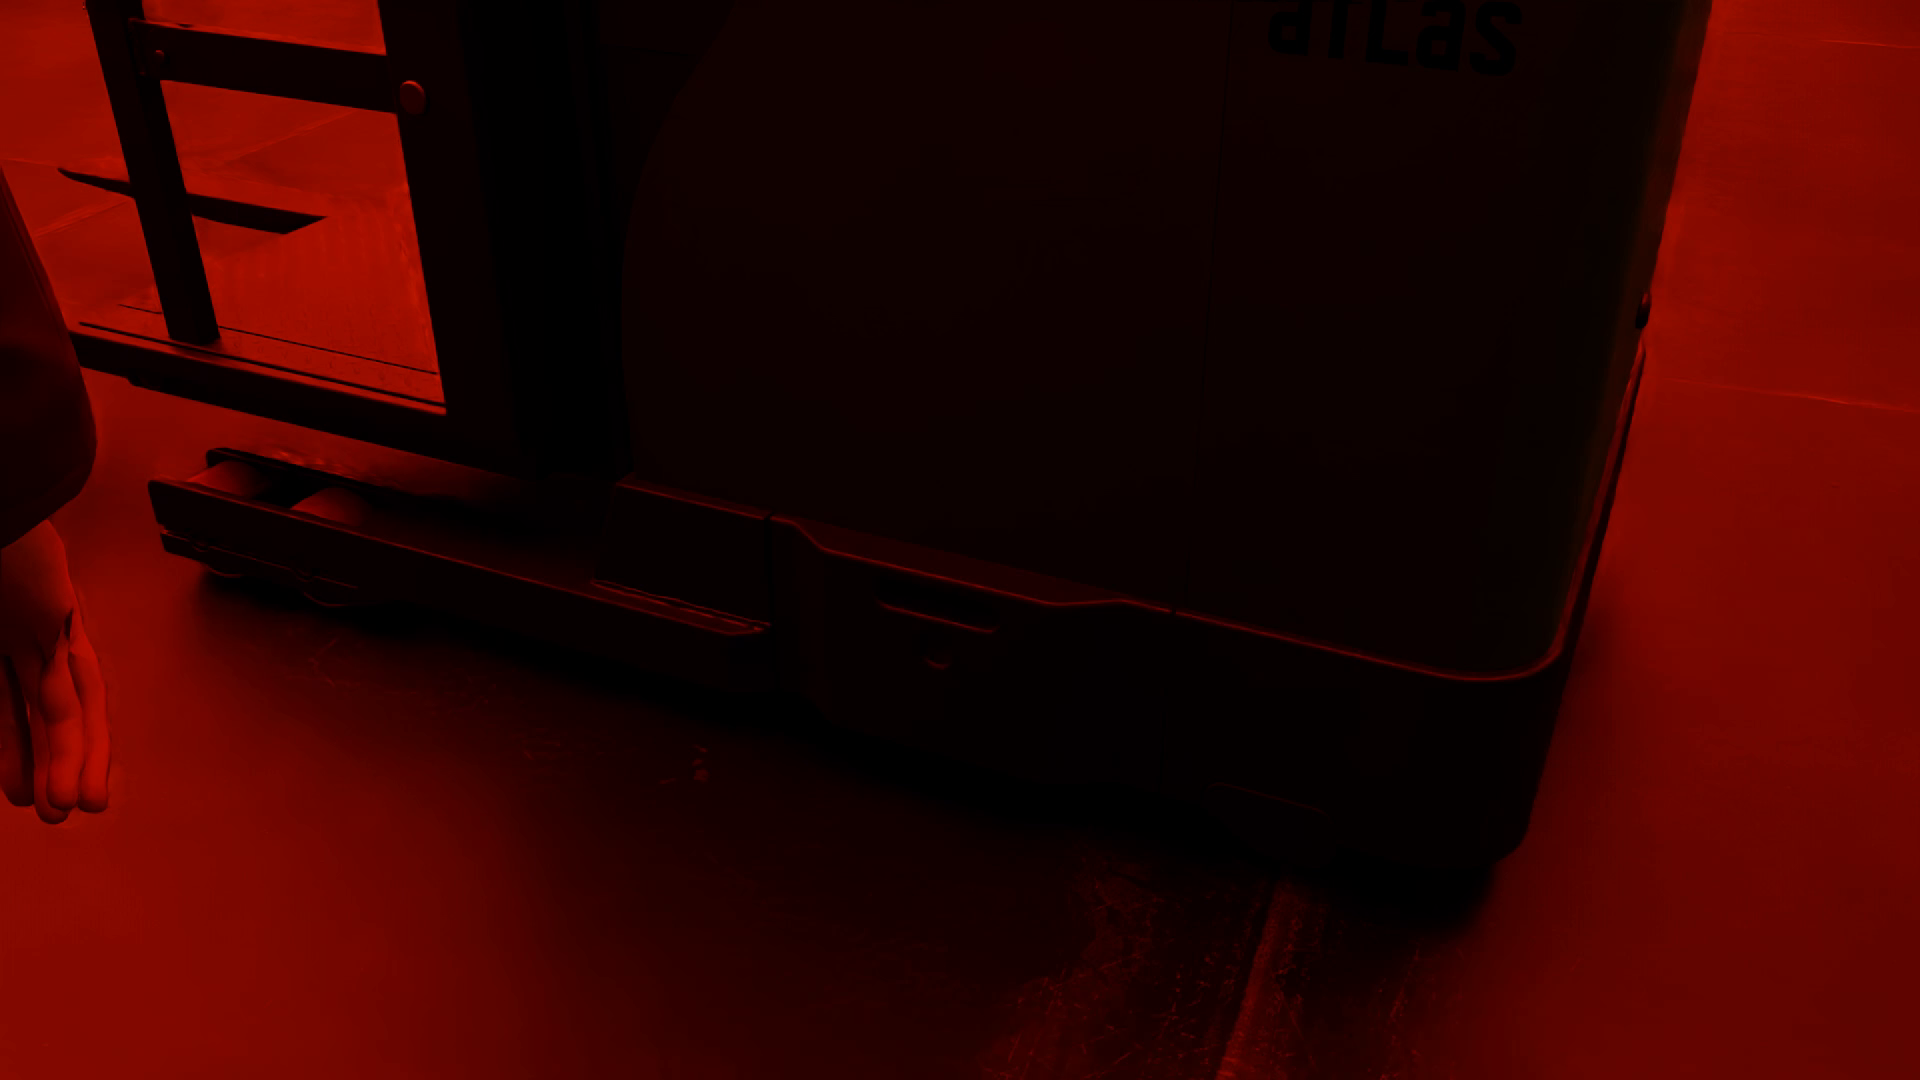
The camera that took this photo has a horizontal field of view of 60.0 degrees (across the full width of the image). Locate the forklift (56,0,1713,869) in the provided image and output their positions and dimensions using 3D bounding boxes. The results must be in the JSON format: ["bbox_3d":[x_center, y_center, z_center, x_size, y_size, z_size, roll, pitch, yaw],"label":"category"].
[{"bbox_3d":[-0.585,-1.400,1.997,3.031,2.935,1.130,13,32,22],"label":"forklift"}]
